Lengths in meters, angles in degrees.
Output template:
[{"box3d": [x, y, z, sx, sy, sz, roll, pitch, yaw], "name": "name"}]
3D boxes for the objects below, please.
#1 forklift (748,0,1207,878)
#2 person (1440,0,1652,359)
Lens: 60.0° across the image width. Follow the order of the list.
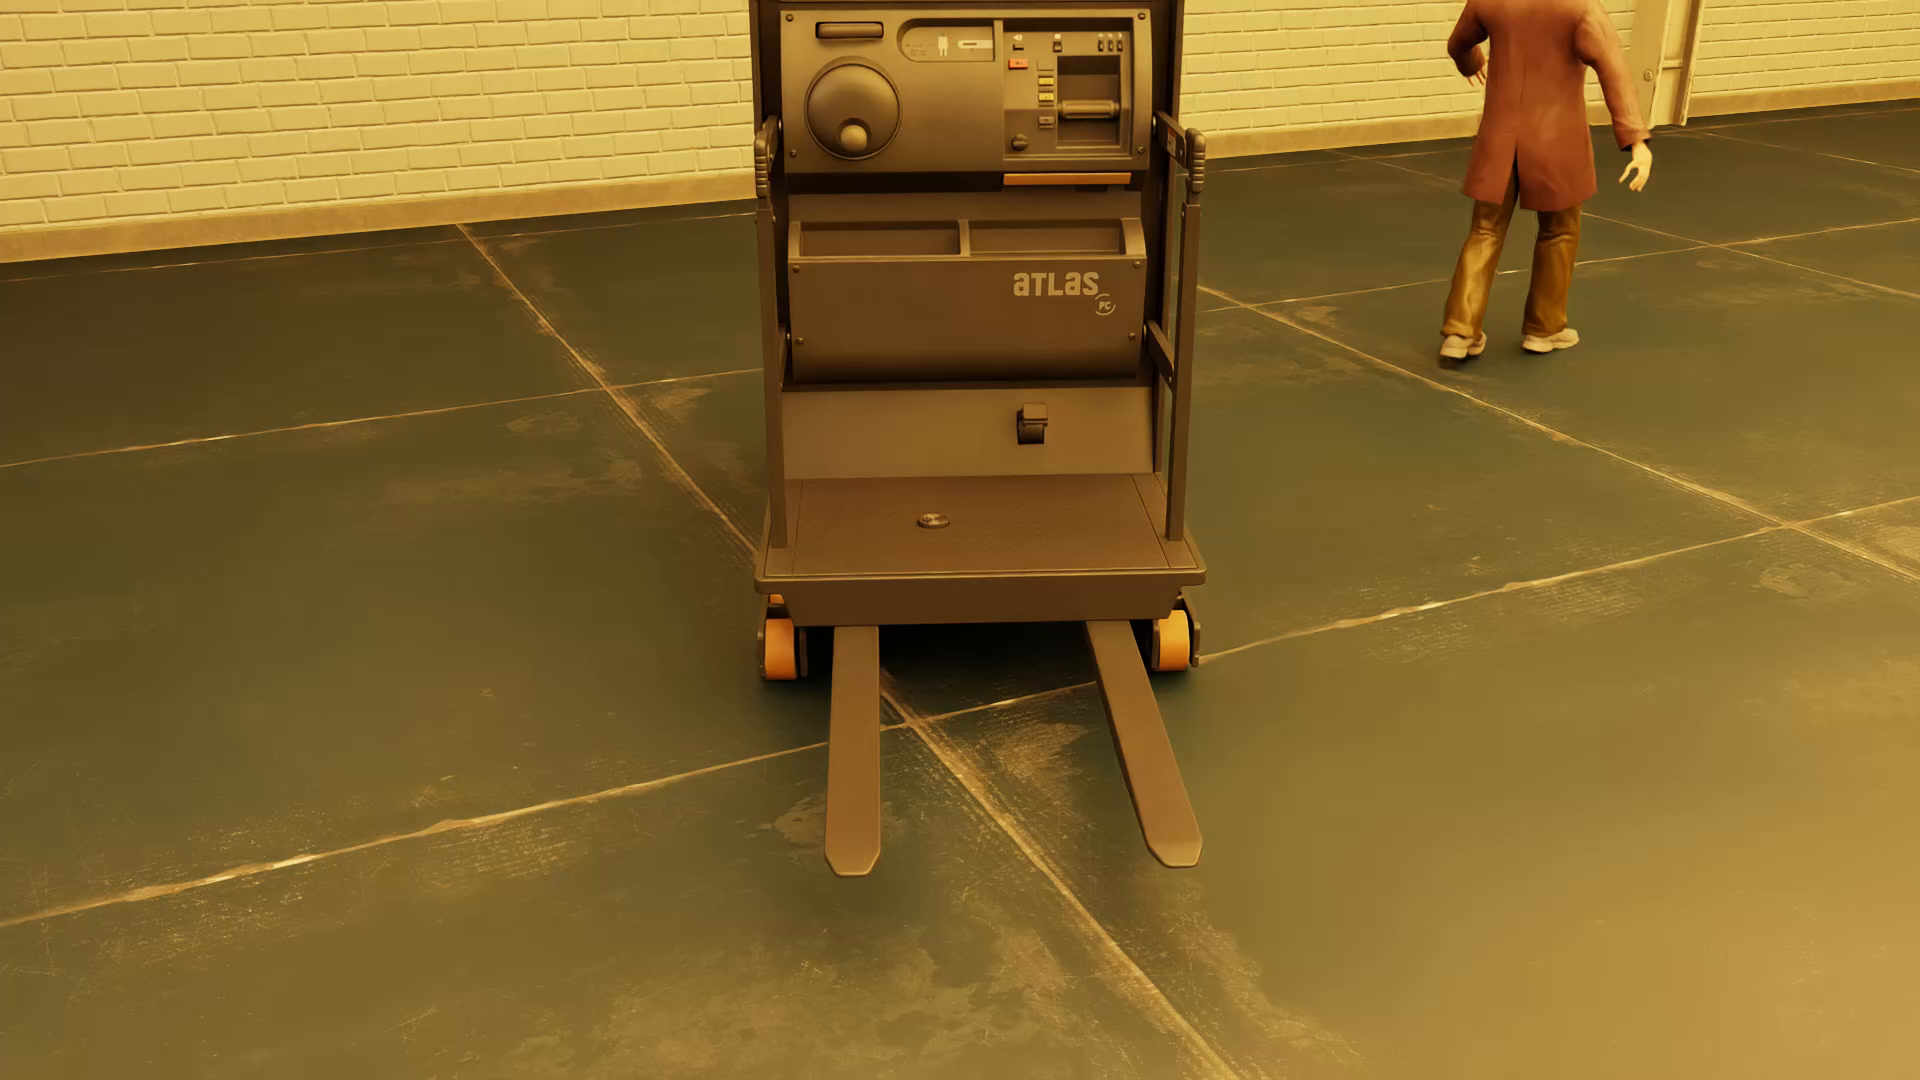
[{"box3d": [0.030, -1.120, 3.982, 1.130, 2.935, 3.031, -1, 23, -3], "name": "forklift"}, {"box3d": [2.329, -1.587, 6.665, 1.016, 1.759, 0.824, 19, 29, 38], "name": "person"}]
